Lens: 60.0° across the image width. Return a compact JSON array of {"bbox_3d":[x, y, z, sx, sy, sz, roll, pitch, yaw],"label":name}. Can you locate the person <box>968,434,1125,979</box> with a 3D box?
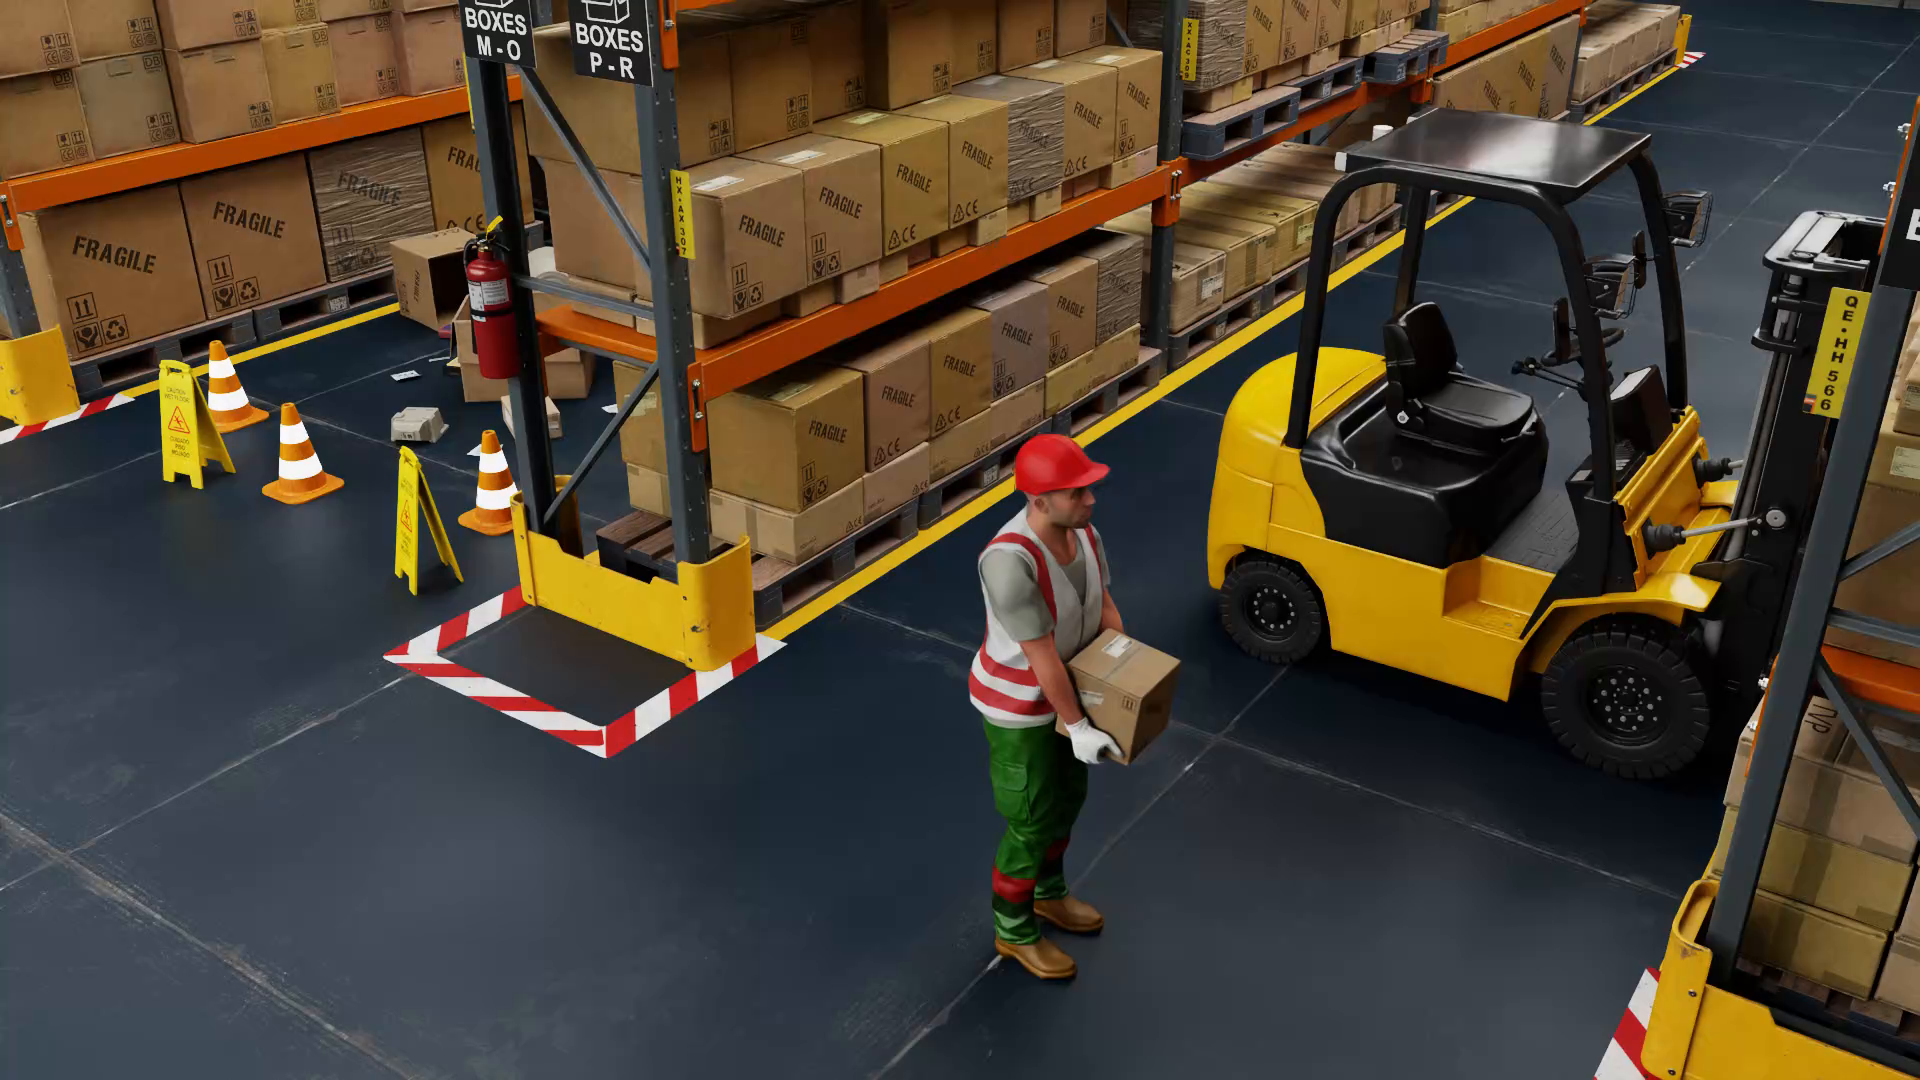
[{"bbox_3d":[0.323,0.519,5.060,0.559,1.784,0.495,17,31,30],"label":"person"}]
